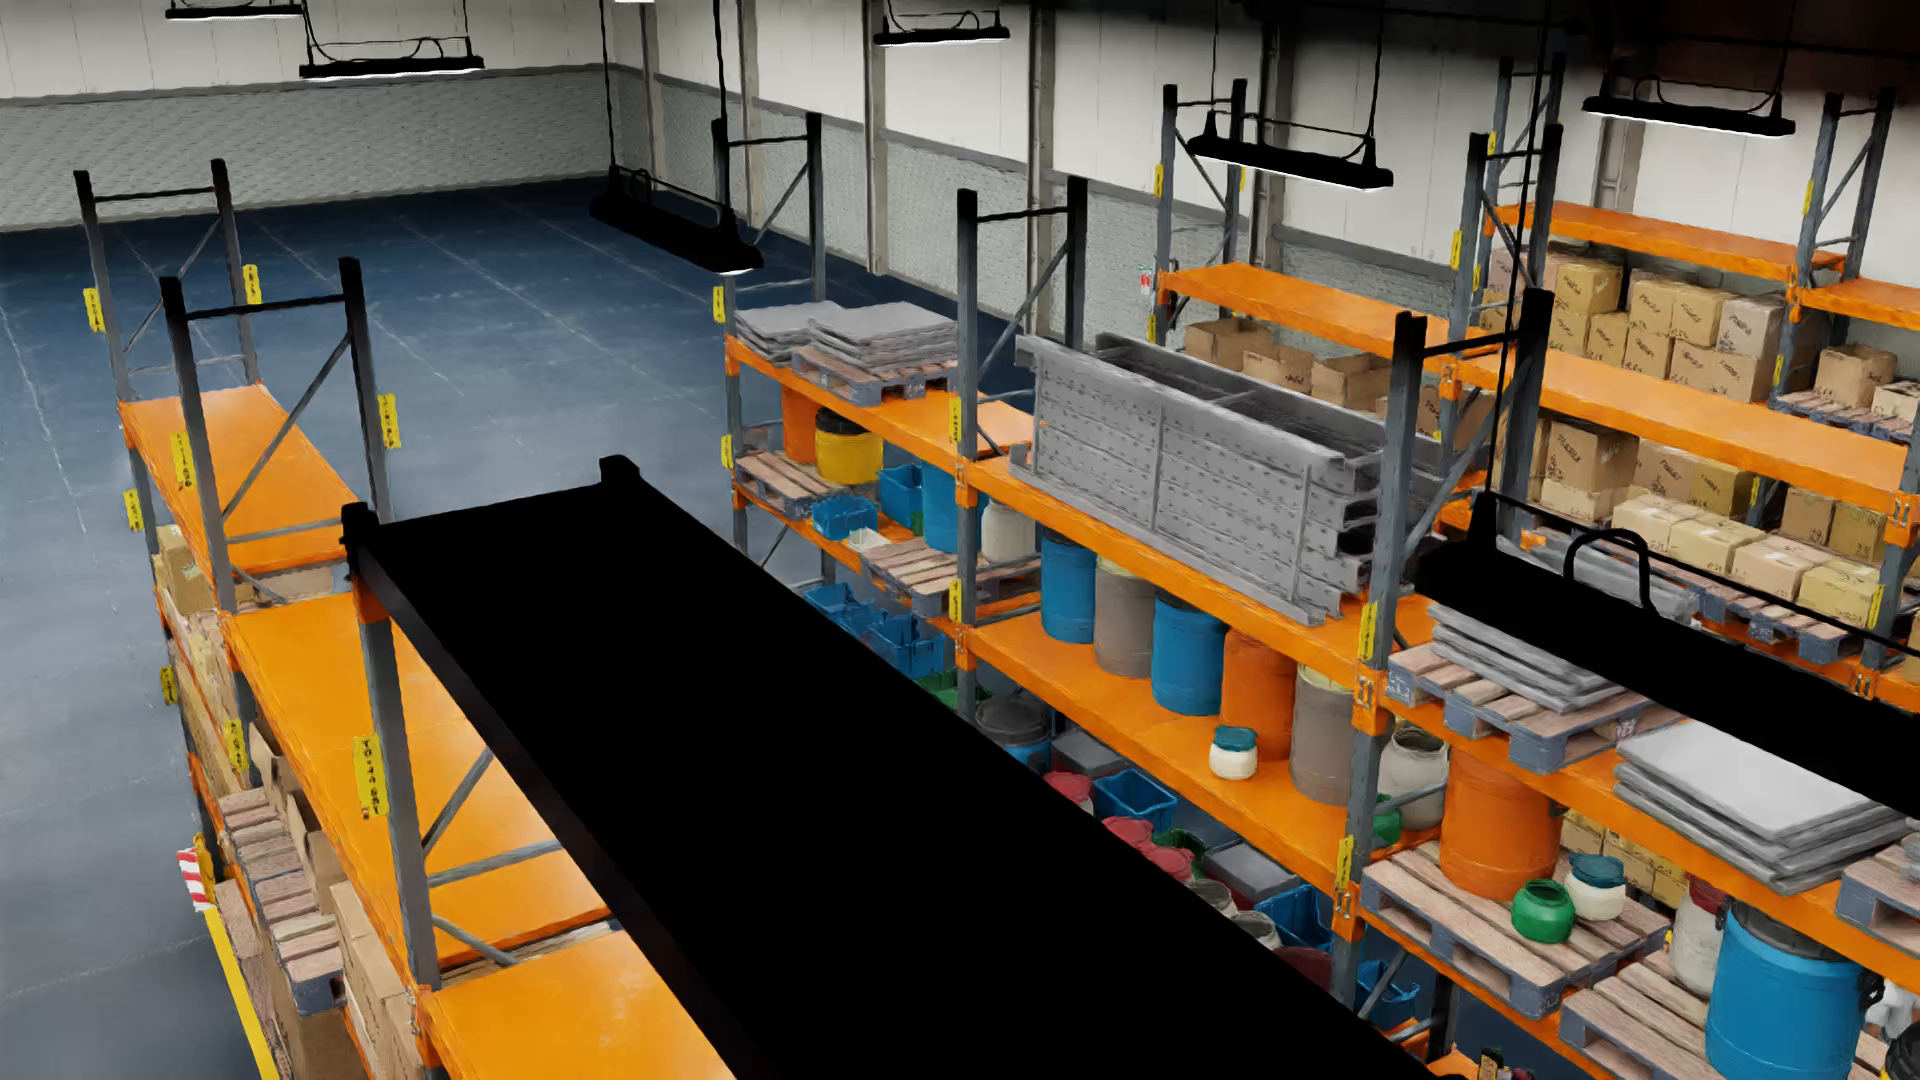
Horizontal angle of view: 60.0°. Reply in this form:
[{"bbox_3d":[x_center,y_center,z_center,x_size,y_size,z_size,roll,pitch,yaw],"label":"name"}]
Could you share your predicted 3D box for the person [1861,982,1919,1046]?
[{"bbox_3d":[6.010,3.097,10.764,0.546,0.589,0.346,-14,26,-31],"label":"person"}]
